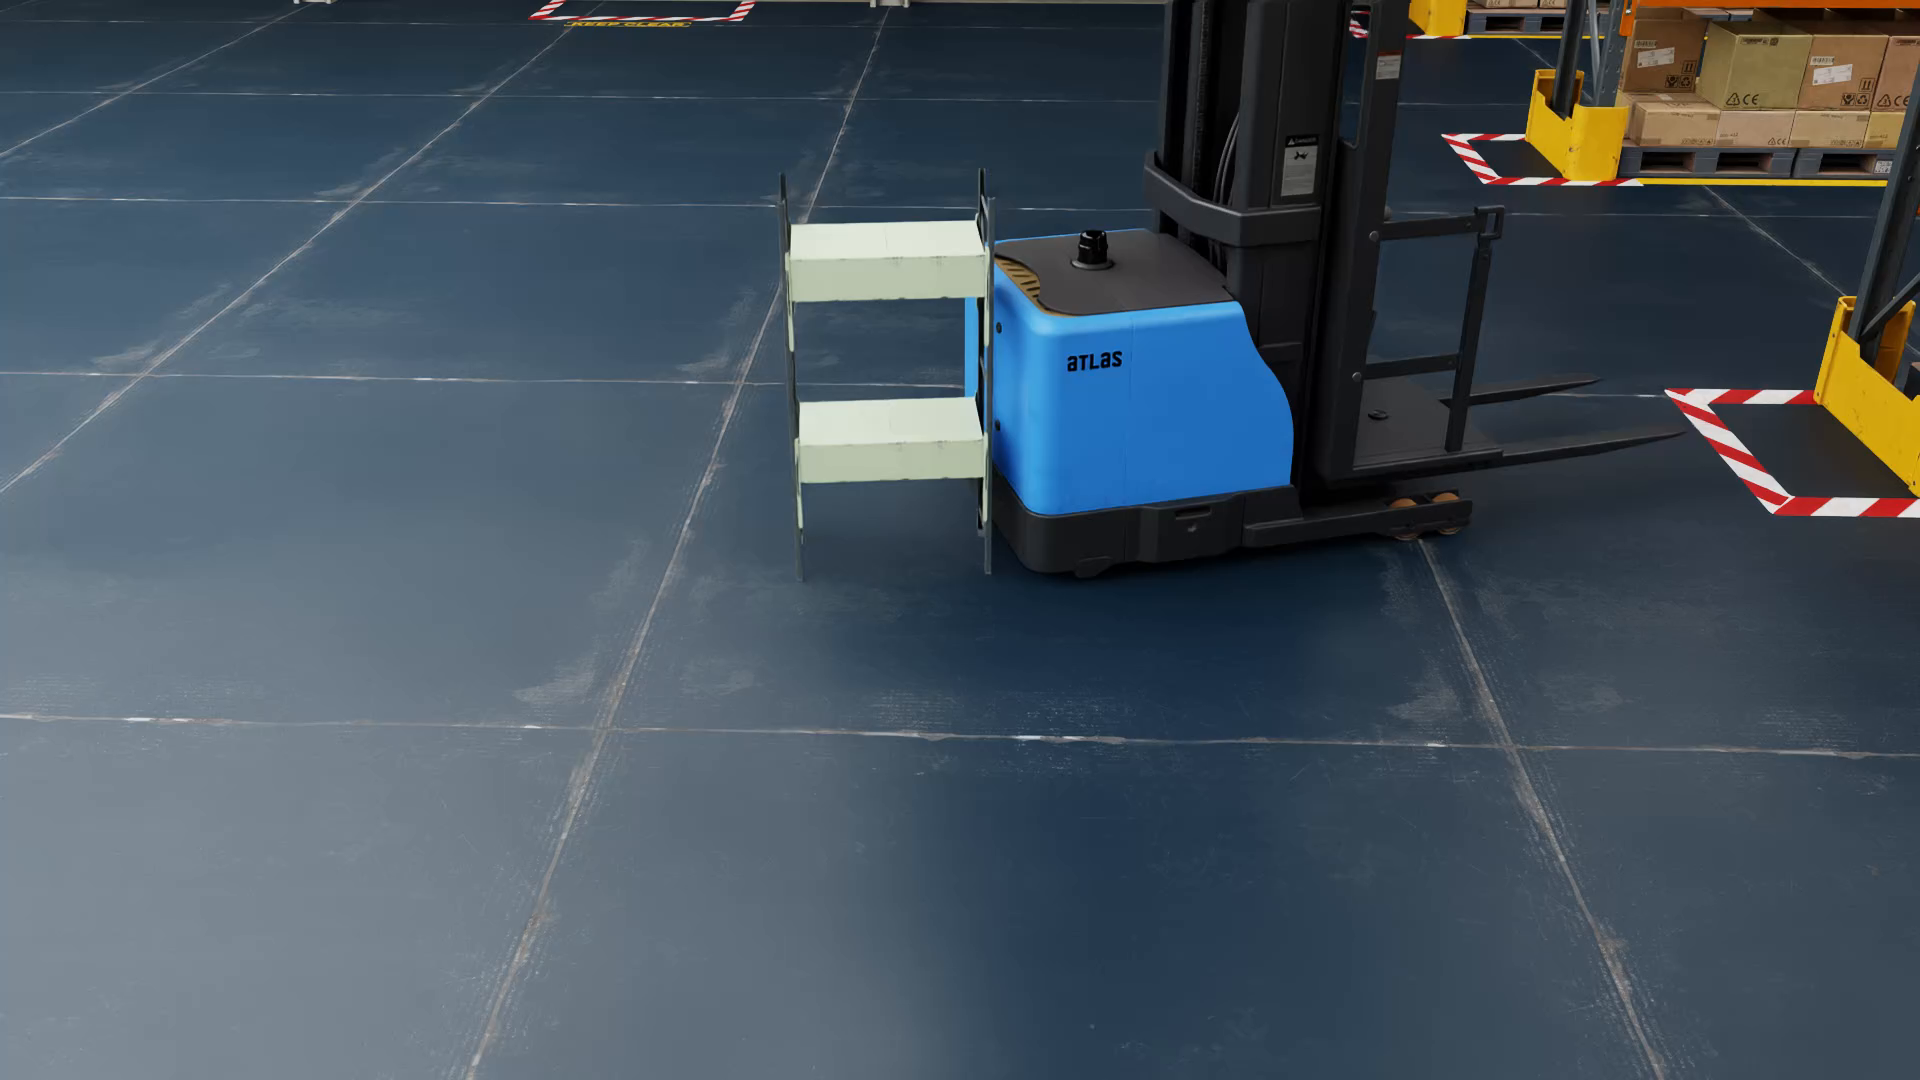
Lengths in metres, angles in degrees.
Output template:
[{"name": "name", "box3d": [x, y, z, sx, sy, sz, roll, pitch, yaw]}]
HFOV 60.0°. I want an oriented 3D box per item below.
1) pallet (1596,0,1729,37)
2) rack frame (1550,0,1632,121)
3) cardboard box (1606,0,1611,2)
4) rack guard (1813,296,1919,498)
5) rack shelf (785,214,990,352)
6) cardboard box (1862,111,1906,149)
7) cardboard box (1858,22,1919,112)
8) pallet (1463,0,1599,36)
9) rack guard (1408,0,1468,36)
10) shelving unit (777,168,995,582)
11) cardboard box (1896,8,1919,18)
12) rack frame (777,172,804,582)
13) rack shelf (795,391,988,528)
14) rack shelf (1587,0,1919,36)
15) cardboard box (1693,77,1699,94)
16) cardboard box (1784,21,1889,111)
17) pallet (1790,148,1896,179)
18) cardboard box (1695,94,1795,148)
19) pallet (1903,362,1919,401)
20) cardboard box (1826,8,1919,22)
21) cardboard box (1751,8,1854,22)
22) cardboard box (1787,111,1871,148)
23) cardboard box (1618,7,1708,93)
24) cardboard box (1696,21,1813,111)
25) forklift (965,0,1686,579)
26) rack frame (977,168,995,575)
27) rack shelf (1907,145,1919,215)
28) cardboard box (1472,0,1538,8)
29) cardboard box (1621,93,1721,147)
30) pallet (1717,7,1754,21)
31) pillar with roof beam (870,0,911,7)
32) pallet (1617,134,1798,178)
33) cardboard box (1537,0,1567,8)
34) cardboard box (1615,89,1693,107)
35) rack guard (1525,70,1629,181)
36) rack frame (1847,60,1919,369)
[{"name": "pallet", "box3d": [6.652, -5.089, 16.125, 1.213, 0.211, 1.003, 1, 28, 2]}, {"name": "rack frame", "box3d": [4.378, -4.055, 11.198, 0.127, 3.000, 1.000, 1, 28, 2]}, {"name": "cardboard box", "box3d": [6.539, -5.366, 15.868, 0.500, 0.500, 0.700, -1, 28, -1]}, {"name": "rack guard", "box3d": [4.277, -0.653, 7.449, 0.348, 0.500, 1.175, 1, 28, 2]}, {"name": "rack shelf", "box3d": [-0.269, -0.950, 6.108, 0.720, 0.370, 0.431, -2, 28, -4]}, {"name": "cardboard box", "box3d": [6.406, -2.888, 11.482, 0.500, 0.250, 0.500, 1, 28, 2]}, {"name": "cardboard box", "box3d": [6.405, -3.218, 11.305, 0.500, 0.500, 0.500, 1, 28, 2]}, {"name": "pallet", "box3d": [5.436, -5.111, 16.166, 1.213, 0.211, 1.003, 1, 28, 2]}, {"name": "rack guard", "box3d": [4.625, -5.269, 16.155, 0.348, 0.500, 1.175, 1, 28, 2]}, {"name": "shelving unit", "box3d": [-0.269, -0.605, 6.290, 0.755, 1.500, 0.431, -2, 28, -4]}, {"name": "cardboard box", "box3d": [6.924, -3.462, 11.765, 0.500, 0.500, 0.500, 1, 28, 2]}, {"name": "rack frame", "box3d": [-0.634, -0.592, 6.265, 0.023, 1.500, 0.400, -2, 28, -4]}, {"name": "rack shelf", "box3d": [-0.269, -0.317, 6.443, 0.720, 0.370, 0.431, -2, 28, -4]}, {"name": "rack shelf", "box3d": [6.377, -3.705, 11.304, 4.000, 0.370, 1.077, 1, 28, 2]}, {"name": "cardboard box", "box3d": [5.425, -3.153, 11.982, 0.500, 0.250, 0.500, 1, 28, 2]}, {"name": "cardboard box", "box3d": [5.906, -3.235, 11.336, 0.500, 0.500, 0.500, 1, 28, 2]}, {"name": "pallet", "box3d": [6.360, -2.809, 11.823, 1.213, 0.211, 1.003, 1, 28, 2]}, {"name": "cardboard box", "box3d": [5.406, -2.907, 11.518, 0.500, 0.250, 0.500, 1, 28, 2]}, {"name": "pallet", "box3d": [5.089, -0.510, 7.486, 1.213, 0.211, 1.003, 1, 28, 2]}, {"name": "cardboard box", "box3d": [6.424, -3.469, 11.779, 0.500, 0.500, 0.500, 1, 28, 2]}, {"name": "cardboard box", "box3d": [5.925, -3.478, 11.795, 0.500, 0.500, 0.500, 1, 28, 2]}, {"name": "cardboard box", "box3d": [5.906, -2.898, 11.502, 0.500, 0.250, 0.500, 1, 28, 2]}, {"name": "cardboard box", "box3d": [4.925, -3.488, 11.814, 0.500, 0.500, 0.500, 1, 28, 2]}, {"name": "cardboard box", "box3d": [5.406, -3.237, 11.341, 0.500, 0.500, 0.500, 1, 28, 2]}, {"name": "forklift", "box3d": [1.583, -1.523, 6.493, 3.031, 2.935, 1.130, -8, 29, -14]}, {"name": "rack frame", "box3d": [0.096, -0.619, 6.316, 0.023, 1.500, 0.400, -2, 28, -4]}, {"name": "rack shelf", "box3d": [6.199, -1.386, 6.930, 4.000, 0.370, 1.077, 1, 28, 2]}, {"name": "cardboard box", "box3d": [5.238, -5.327, 15.997, 0.500, 0.311, 0.500, -2, 28, -4]}, {"name": "cardboard box", "box3d": [4.907, -2.913, 11.530, 0.500, 0.250, 0.500, 1, 28, 2]}, {"name": "pallet", "box3d": [7.875, -5.071, 16.090, 1.213, 0.211, 1.003, 1, 28, 2]}, {"name": "pillar with roof beam", "box3d": [-0.869, -7.502, 11.294, 0.400, 9.000, 9.100, 1, 28, 2]}, {"name": "pallet", "box3d": [5.144, -2.830, 11.864, 1.213, 0.211, 1.003, 1, 28, 2]}, {"name": "cardboard box", "box3d": [5.808, -5.318, 15.980, 0.500, 0.311, 0.500, 3, 28, 6]}, {"name": "cardboard box", "box3d": [4.925, -3.156, 11.987, 0.500, 0.250, 0.500, 1, 28, 2]}, {"name": "rack guard", "box3d": [4.354, -2.951, 11.784, 0.348, 0.500, 1.175, 1, 28, 2]}, {"name": "rack frame", "box3d": [4.200, -1.737, 6.824, 0.127, 3.000, 1.000, 1, 28, 2]}]
